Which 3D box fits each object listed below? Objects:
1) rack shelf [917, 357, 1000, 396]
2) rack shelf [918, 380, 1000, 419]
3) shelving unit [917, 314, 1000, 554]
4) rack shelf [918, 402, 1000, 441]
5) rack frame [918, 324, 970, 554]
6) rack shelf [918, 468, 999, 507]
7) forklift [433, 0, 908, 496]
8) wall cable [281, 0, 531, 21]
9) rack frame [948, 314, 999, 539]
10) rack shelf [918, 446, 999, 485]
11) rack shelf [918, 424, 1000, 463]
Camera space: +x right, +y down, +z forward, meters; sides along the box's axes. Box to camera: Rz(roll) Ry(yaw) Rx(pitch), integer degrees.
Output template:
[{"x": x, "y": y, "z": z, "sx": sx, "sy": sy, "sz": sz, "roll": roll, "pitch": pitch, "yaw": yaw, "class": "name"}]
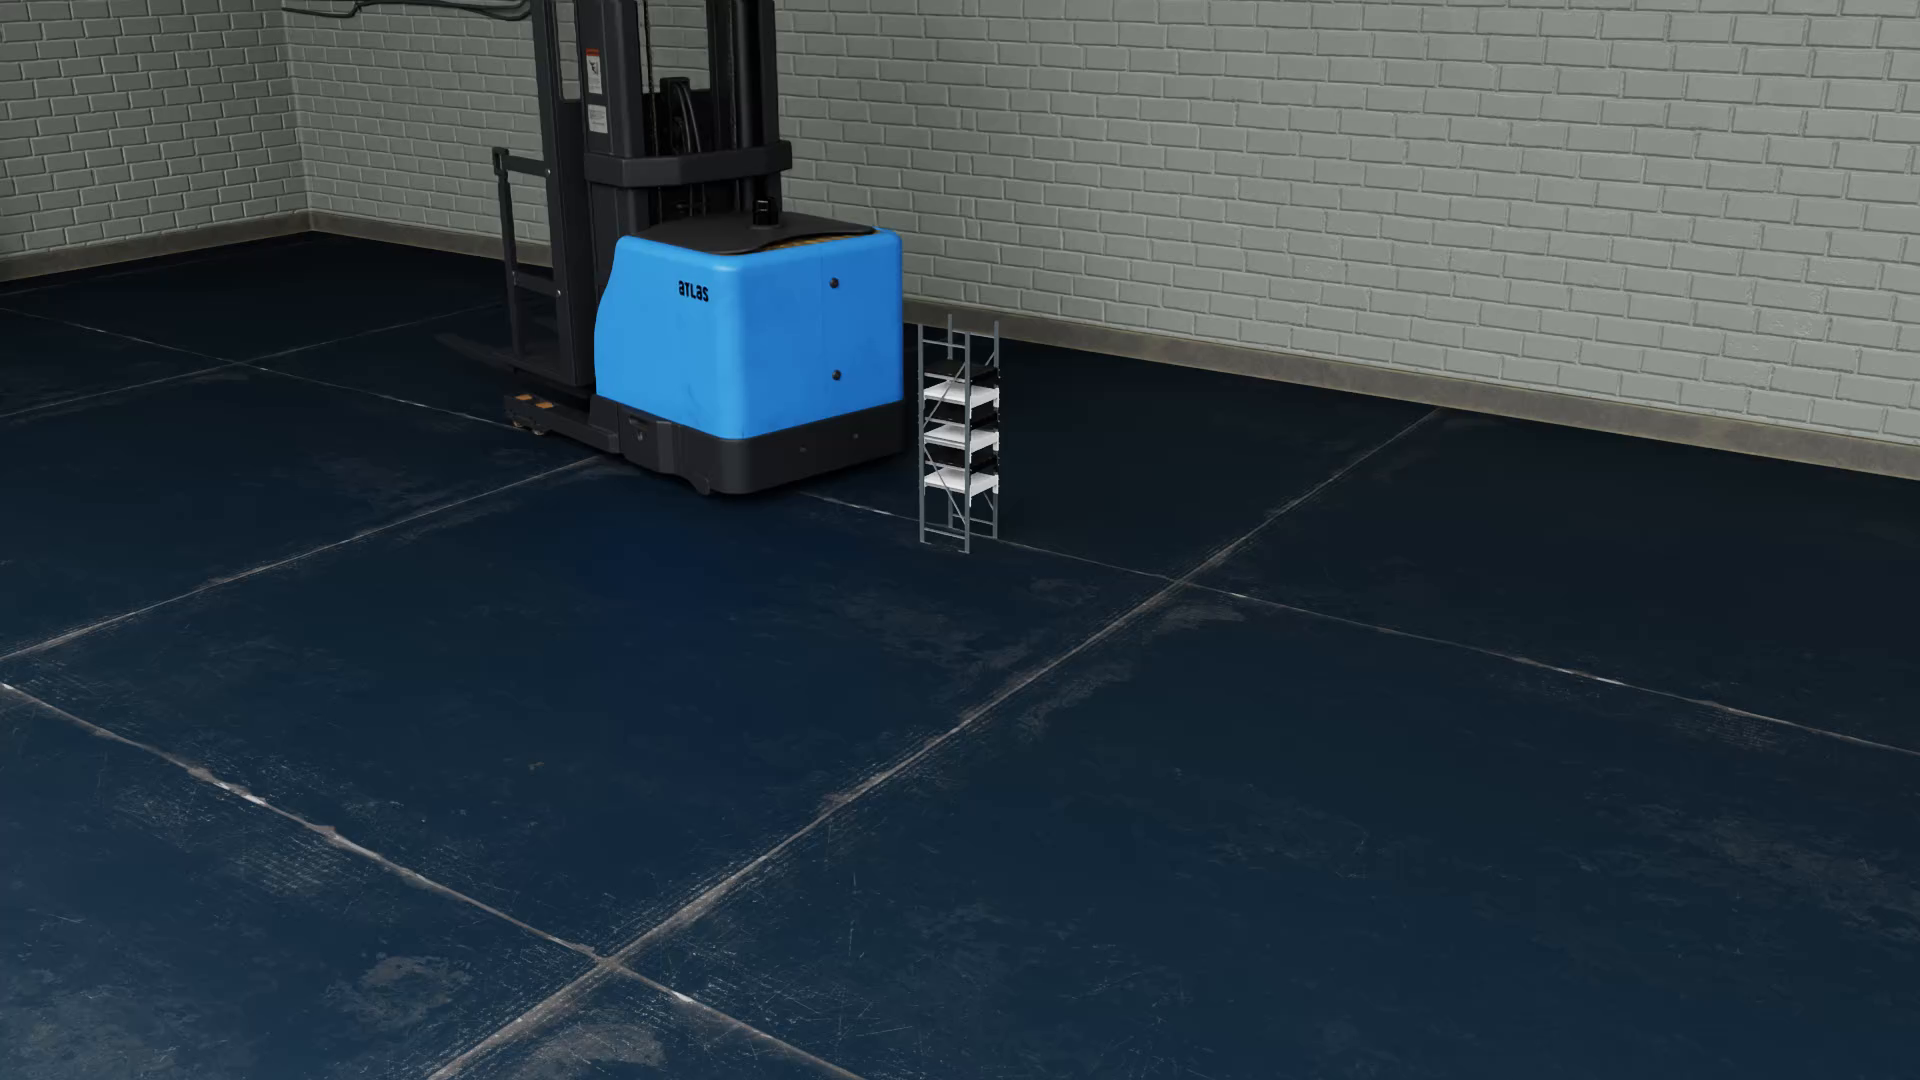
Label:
[{"x": -0.005, "y": -0.642, "z": 6.520, "sx": 0.258, "sy": 0.077, "sz": 0.200, "roll": 13, "pitch": 24, "yaw": 32, "class": "rack shelf"}, {"x": -0.005, "y": -0.557, "z": 6.552, "sx": 0.258, "sy": 0.077, "sz": 0.200, "roll": 13, "pitch": 24, "yaw": 32, "class": "rack shelf"}, {"x": -0.005, "y": -0.420, "z": 6.603, "sx": 0.258, "sy": 0.900, "sz": 0.210, "roll": 13, "pitch": 24, "yaw": 32, "class": "shelving unit"}, {"x": -0.005, "y": -0.473, "z": 6.583, "sx": 0.258, "sy": 0.077, "sz": 0.200, "roll": 13, "pitch": 24, "yaw": 32, "class": "rack shelf"}, {"x": -0.062, "y": -0.391, "z": 6.524, "sx": 0.240, "sy": 0.900, "sz": 0.006, "roll": 13, "pitch": 24, "yaw": 32, "class": "rack frame"}, {"x": -0.005, "y": -0.220, "z": 6.677, "sx": 0.258, "sy": 0.077, "sz": 0.200, "roll": 13, "pitch": 24, "yaw": 32, "class": "rack shelf"}, {"x": -1.621, "y": -1.991, "z": 7.924, "sx": 1.130, "sy": 2.935, "sz": 3.031, "roll": -18, "pitch": 27, "yaw": -40, "class": "forklift"}, {"x": -4.122, "y": -5.010, "z": 11.815, "sx": 3.097, "sy": 2.526, "sz": 0.112, "roll": 13, "pitch": 24, "yaw": 32, "class": "wall cable"}, {"x": 0.053, "y": -0.449, "z": 6.681, "sx": 0.240, "sy": 0.900, "sz": 0.006, "roll": 13, "pitch": 24, "yaw": 32, "class": "rack frame"}, {"x": -0.005, "y": -0.304, "z": 6.645, "sx": 0.258, "sy": 0.077, "sz": 0.200, "roll": 13, "pitch": 24, "yaw": 32, "class": "rack shelf"}, {"x": -0.005, "y": -0.388, "z": 6.614, "sx": 0.258, "sy": 0.077, "sz": 0.200, "roll": 13, "pitch": 24, "yaw": 32, "class": "rack shelf"}]
